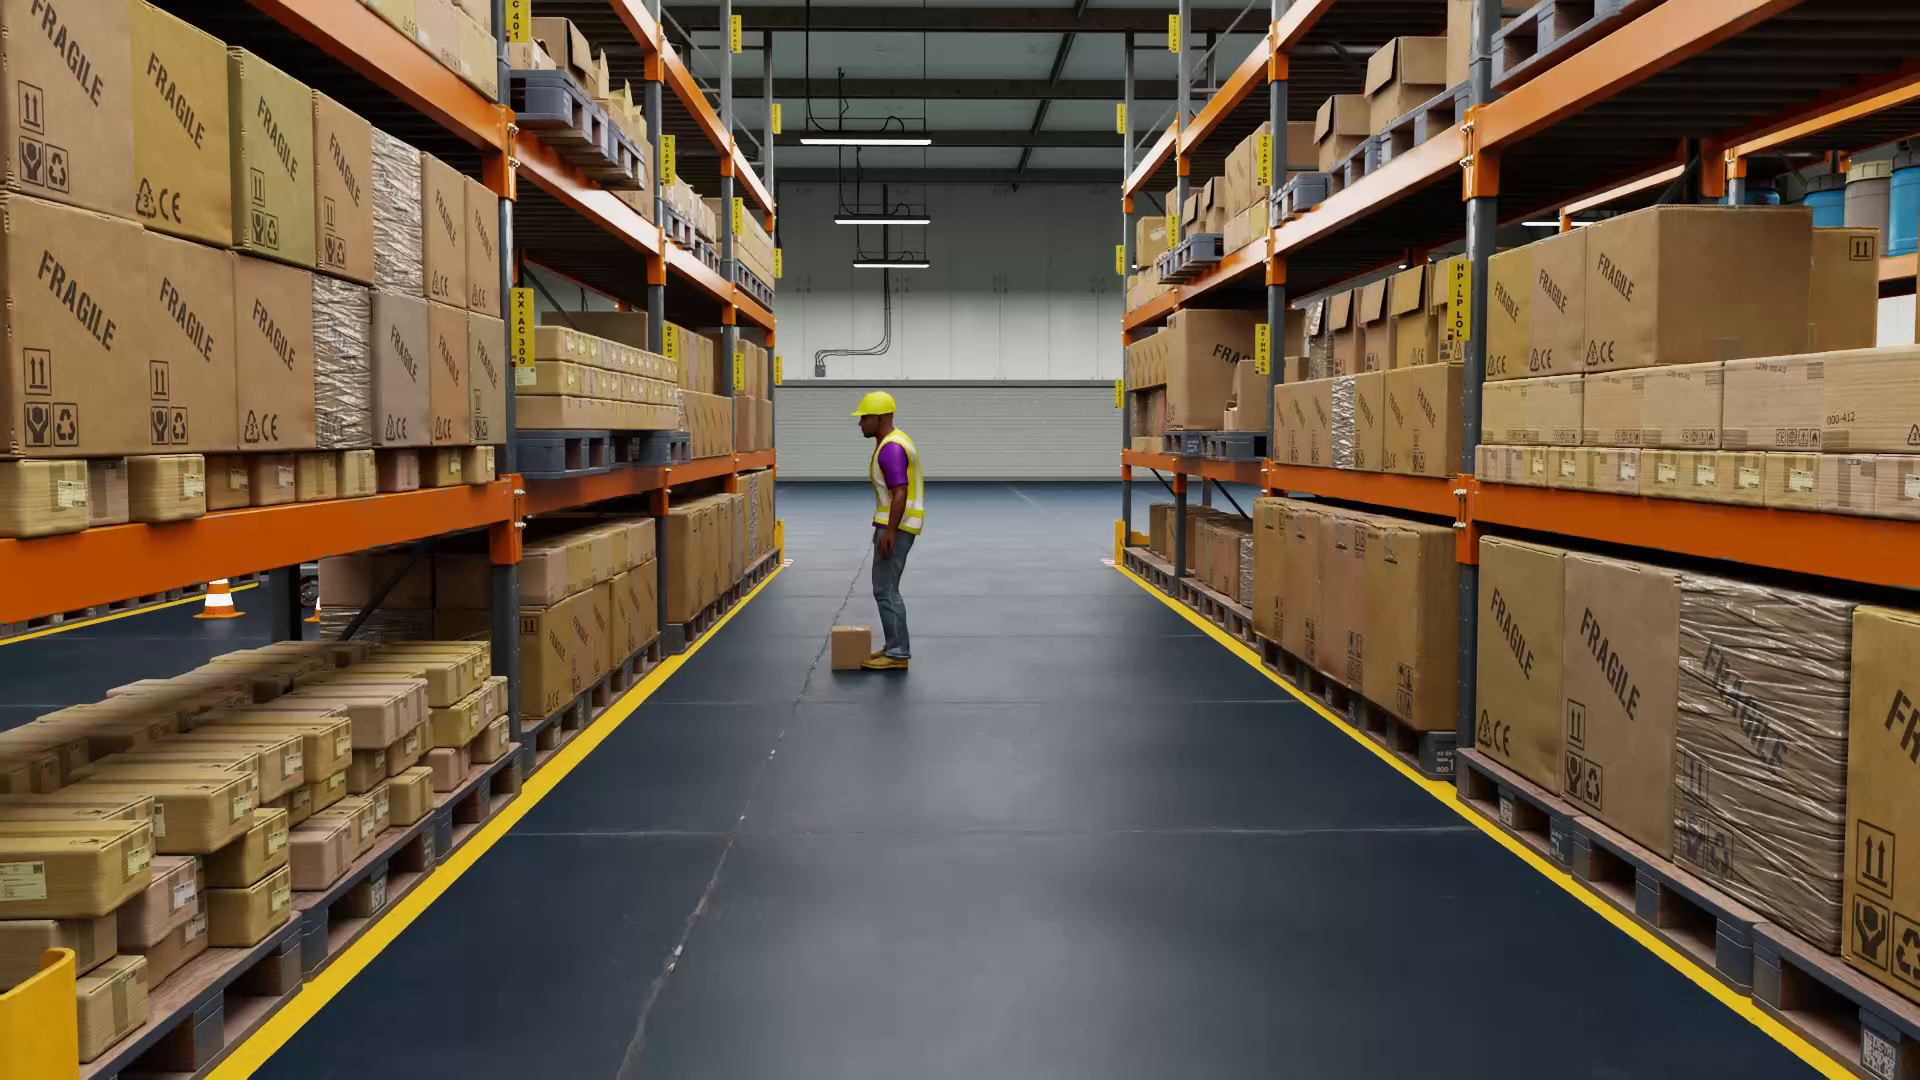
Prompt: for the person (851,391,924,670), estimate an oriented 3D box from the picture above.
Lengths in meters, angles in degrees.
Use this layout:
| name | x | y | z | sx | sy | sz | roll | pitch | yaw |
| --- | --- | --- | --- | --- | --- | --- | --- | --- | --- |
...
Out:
| name | x | y | z | sx | sy | sz | roll | pitch | yaw |
| --- | --- | --- | --- | --- | --- | --- | --- | --- | --- |
| person | -0.462 | -0.064 | 10.590 | 0.462 | 1.759 | 0.632 | 0 | 4 | -5 |
